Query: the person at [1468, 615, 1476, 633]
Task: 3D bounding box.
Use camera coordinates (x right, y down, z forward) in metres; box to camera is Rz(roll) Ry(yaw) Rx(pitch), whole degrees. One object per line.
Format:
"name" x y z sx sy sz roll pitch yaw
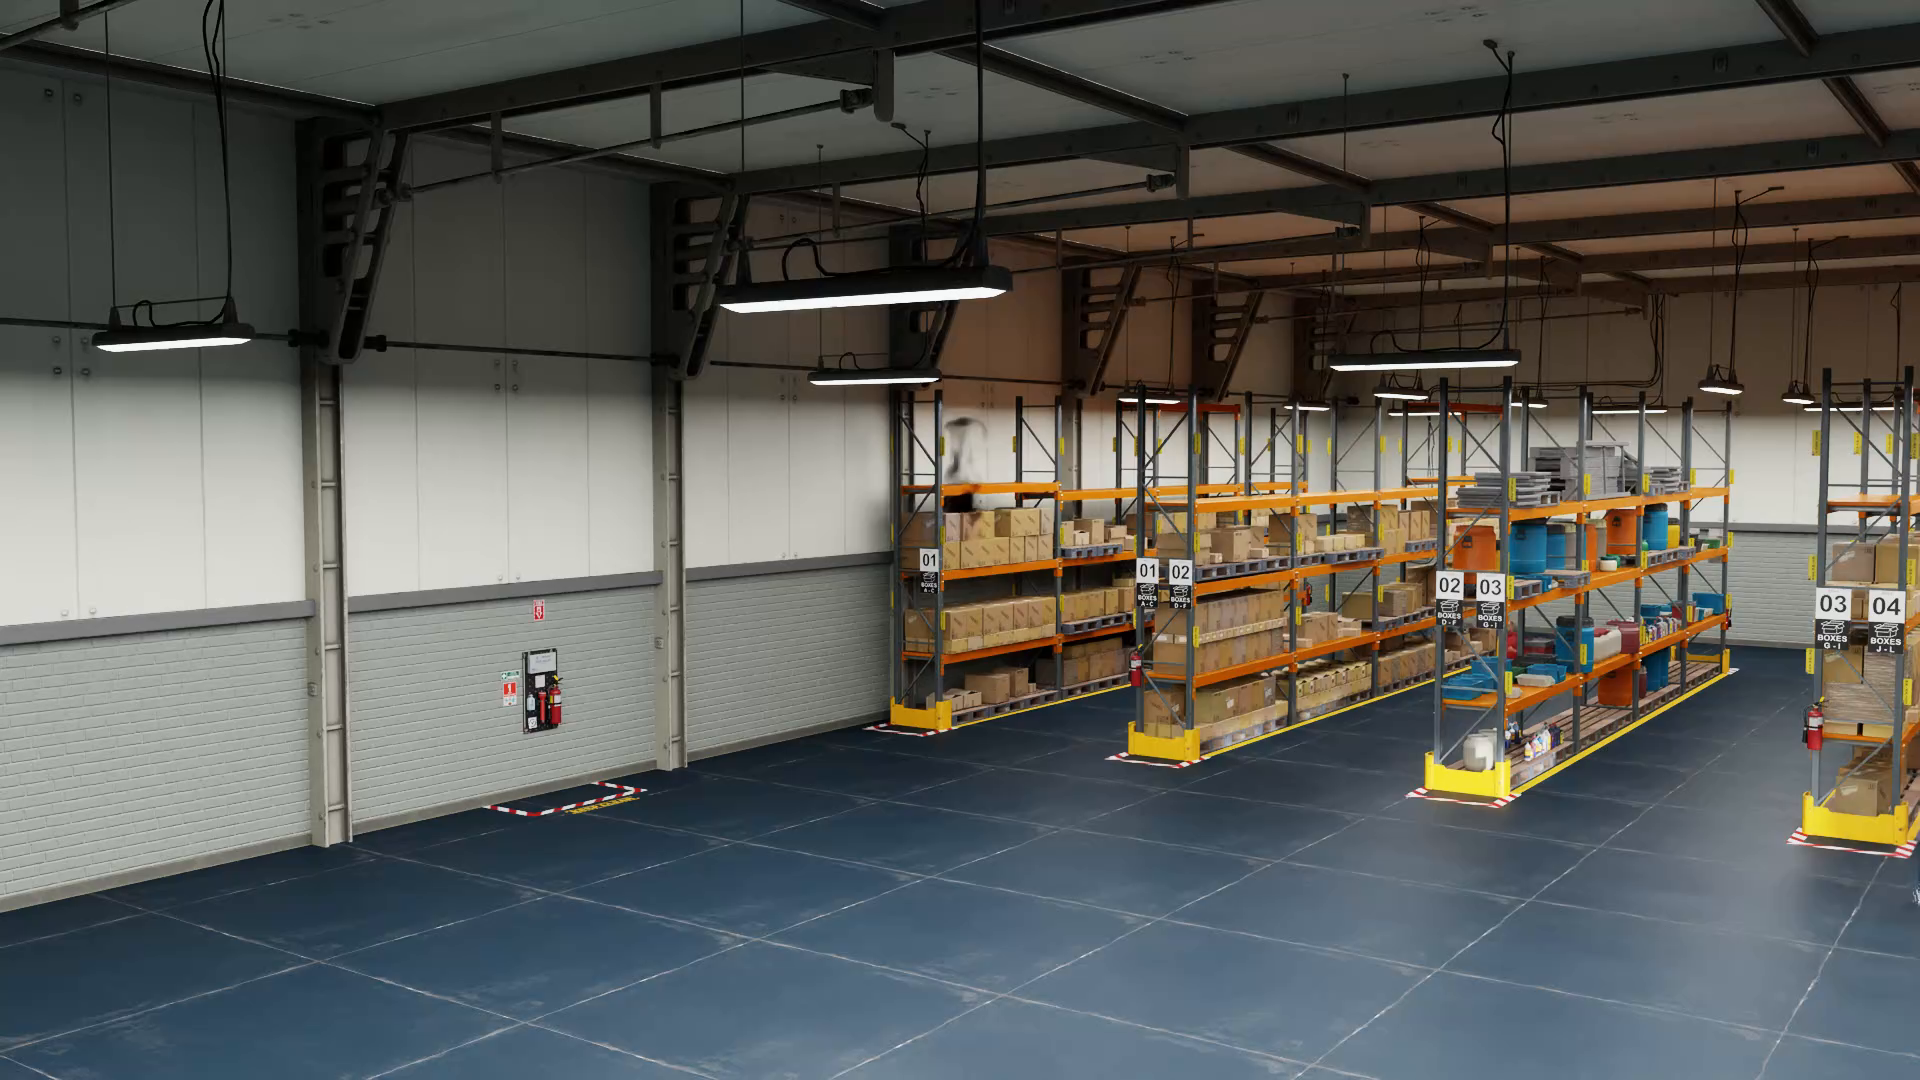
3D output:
"person" 12.902 1.868 41.221 0.557 1.626 0.635 -2 4 -33

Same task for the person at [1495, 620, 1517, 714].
"person" 10.358 2.402 31.278 0.627 1.809 0.802 3 4 38
